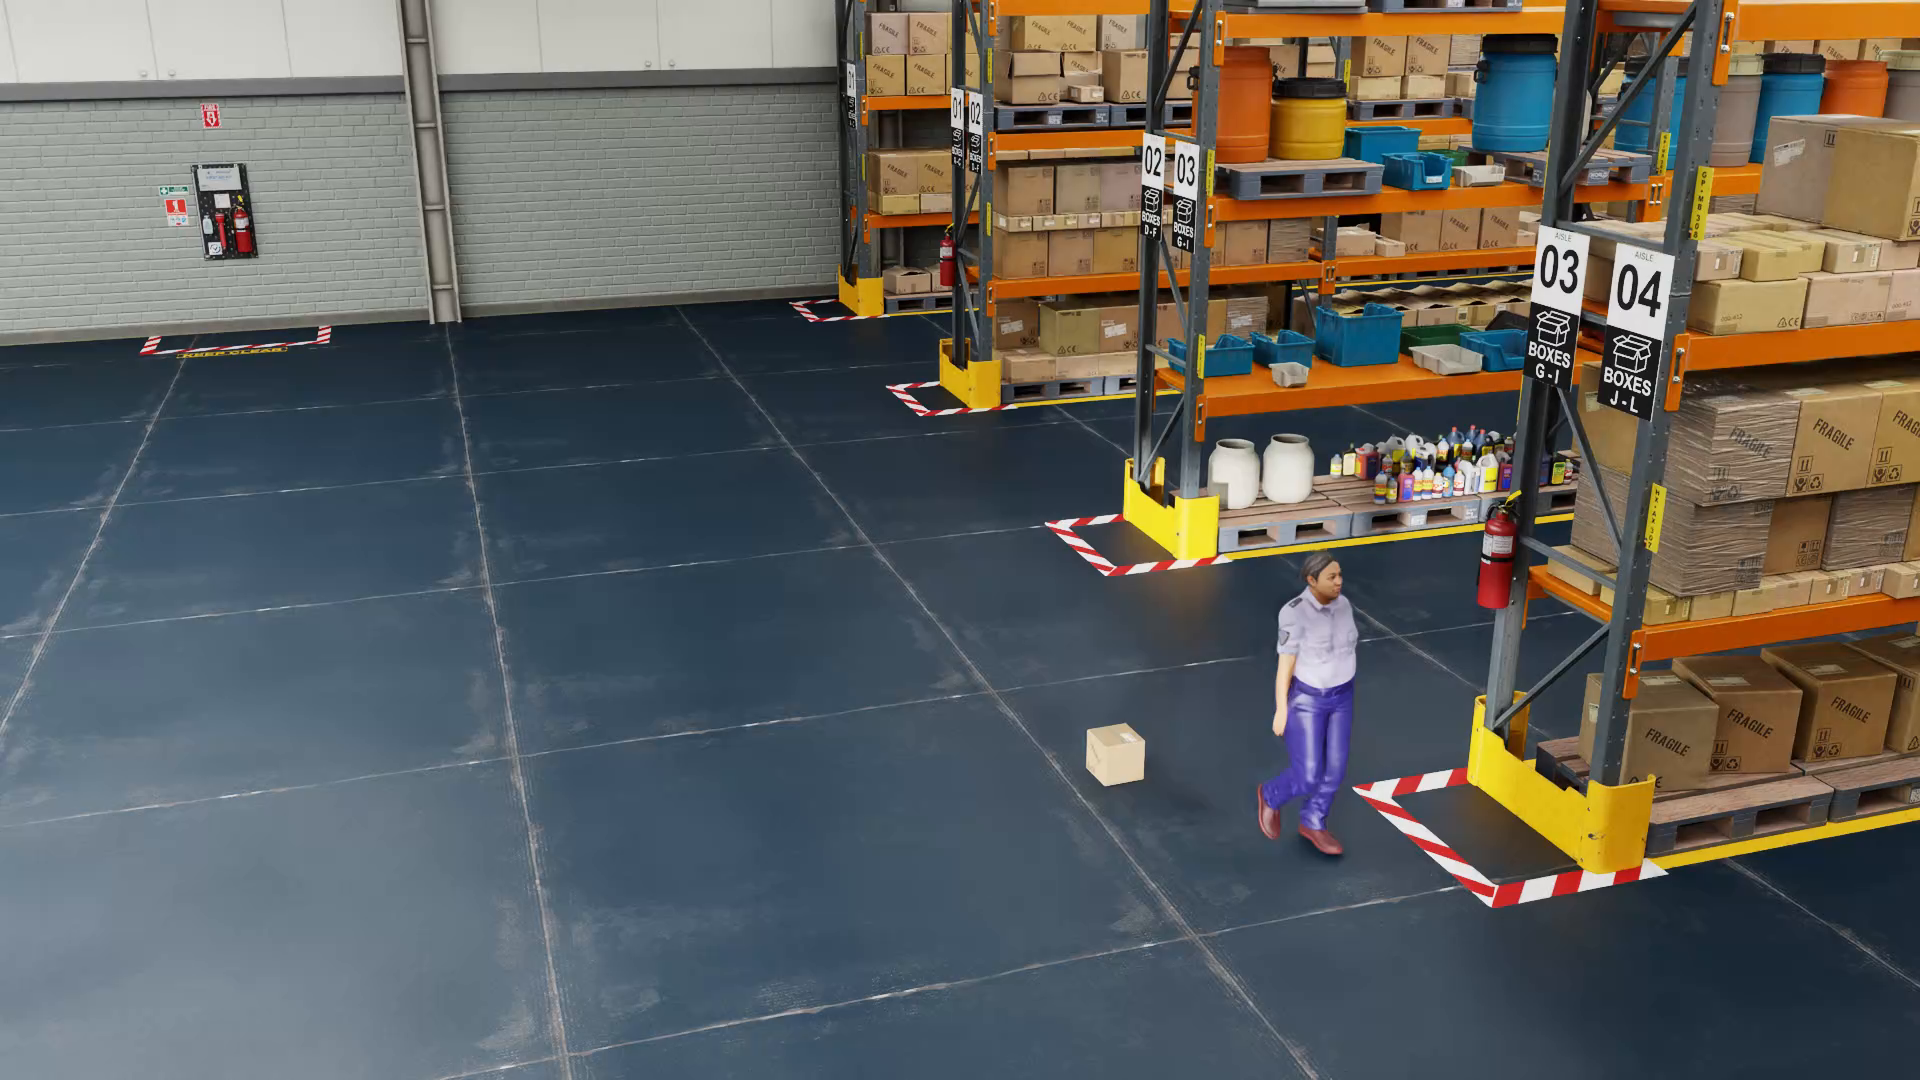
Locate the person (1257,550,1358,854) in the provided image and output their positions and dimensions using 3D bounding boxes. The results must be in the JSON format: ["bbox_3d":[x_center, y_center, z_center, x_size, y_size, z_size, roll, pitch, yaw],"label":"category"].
[{"bbox_3d":[1.839,0.840,8.632,0.503,1.644,0.479,-11,22,-29],"label":"person"}]
